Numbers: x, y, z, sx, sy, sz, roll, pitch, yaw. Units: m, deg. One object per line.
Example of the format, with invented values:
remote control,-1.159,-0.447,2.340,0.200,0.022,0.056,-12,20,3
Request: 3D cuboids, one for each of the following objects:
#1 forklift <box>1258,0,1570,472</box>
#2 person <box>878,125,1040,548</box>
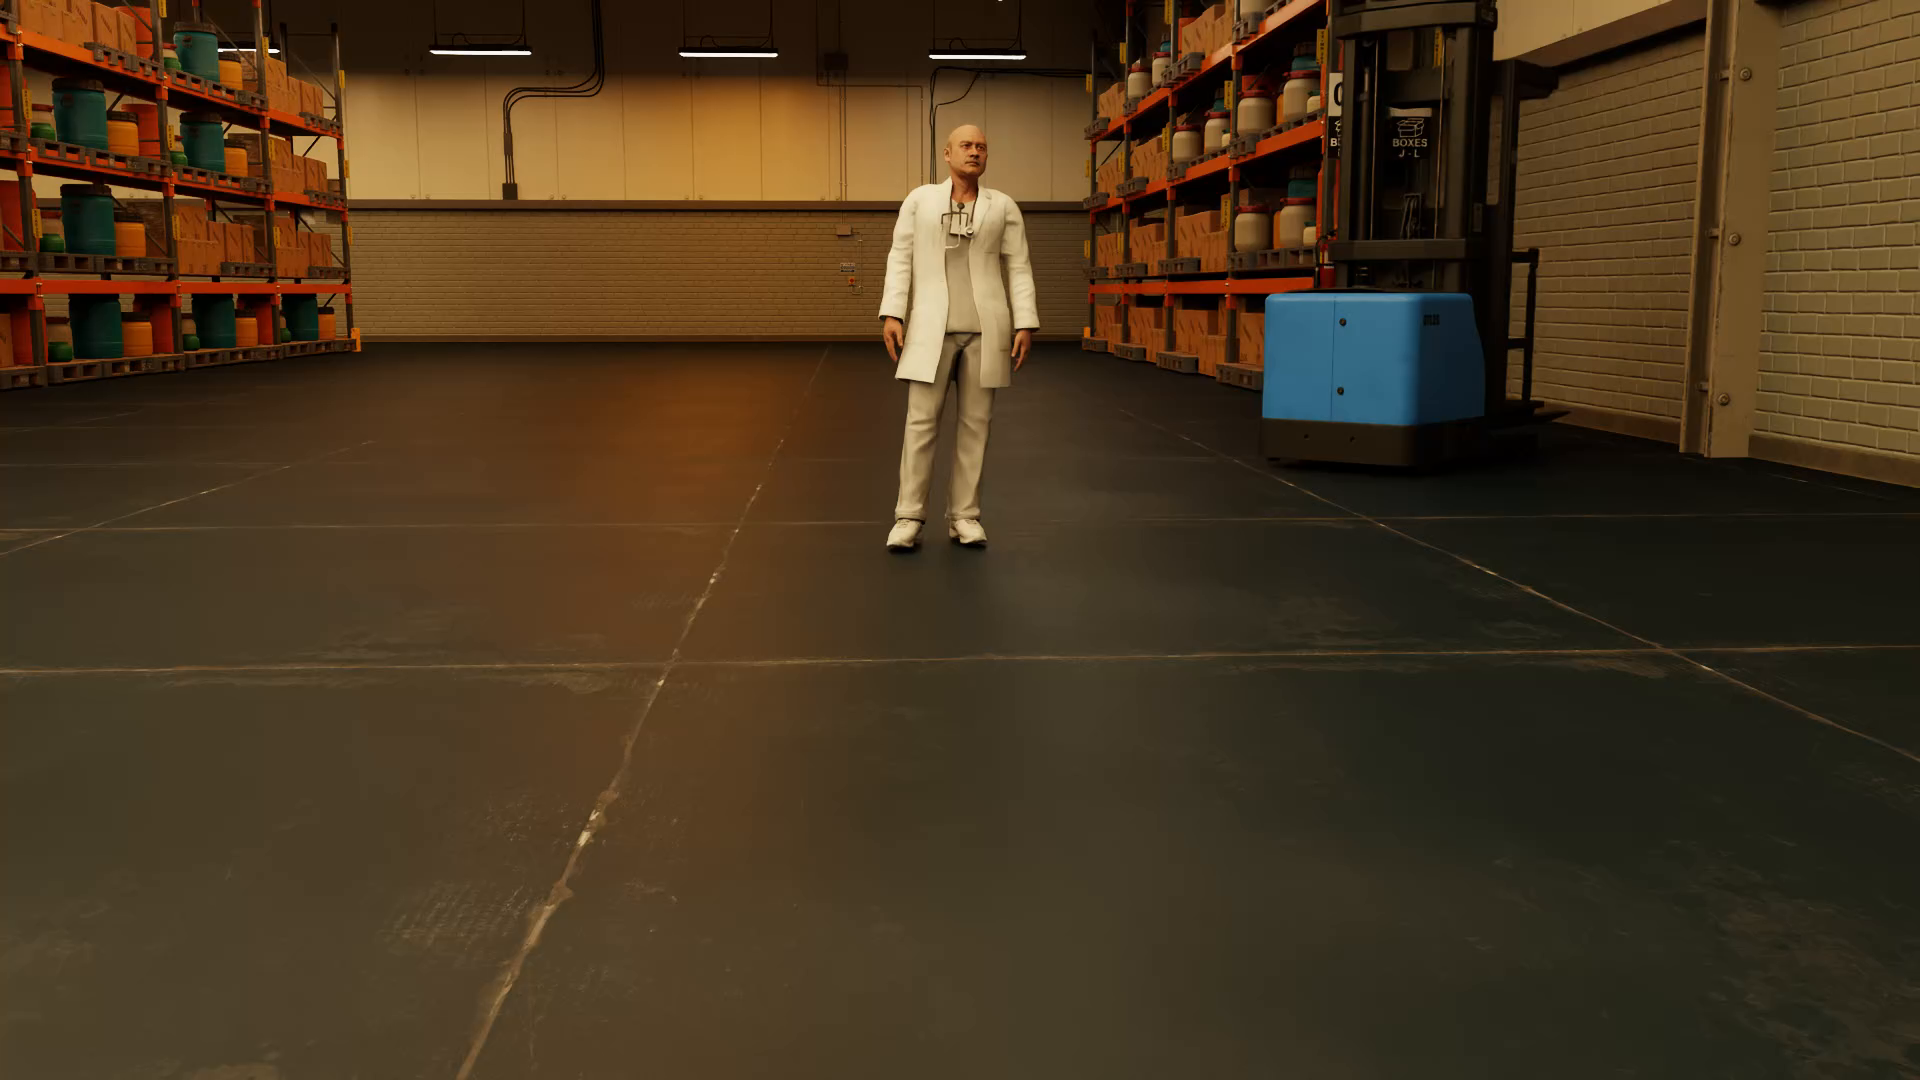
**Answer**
forklift,3.187,-2.018,10.924,1.130,2.935,3.031,7,11,39
person,0.002,-0.873,7.088,0.696,1.777,0.578,-1,8,-4
